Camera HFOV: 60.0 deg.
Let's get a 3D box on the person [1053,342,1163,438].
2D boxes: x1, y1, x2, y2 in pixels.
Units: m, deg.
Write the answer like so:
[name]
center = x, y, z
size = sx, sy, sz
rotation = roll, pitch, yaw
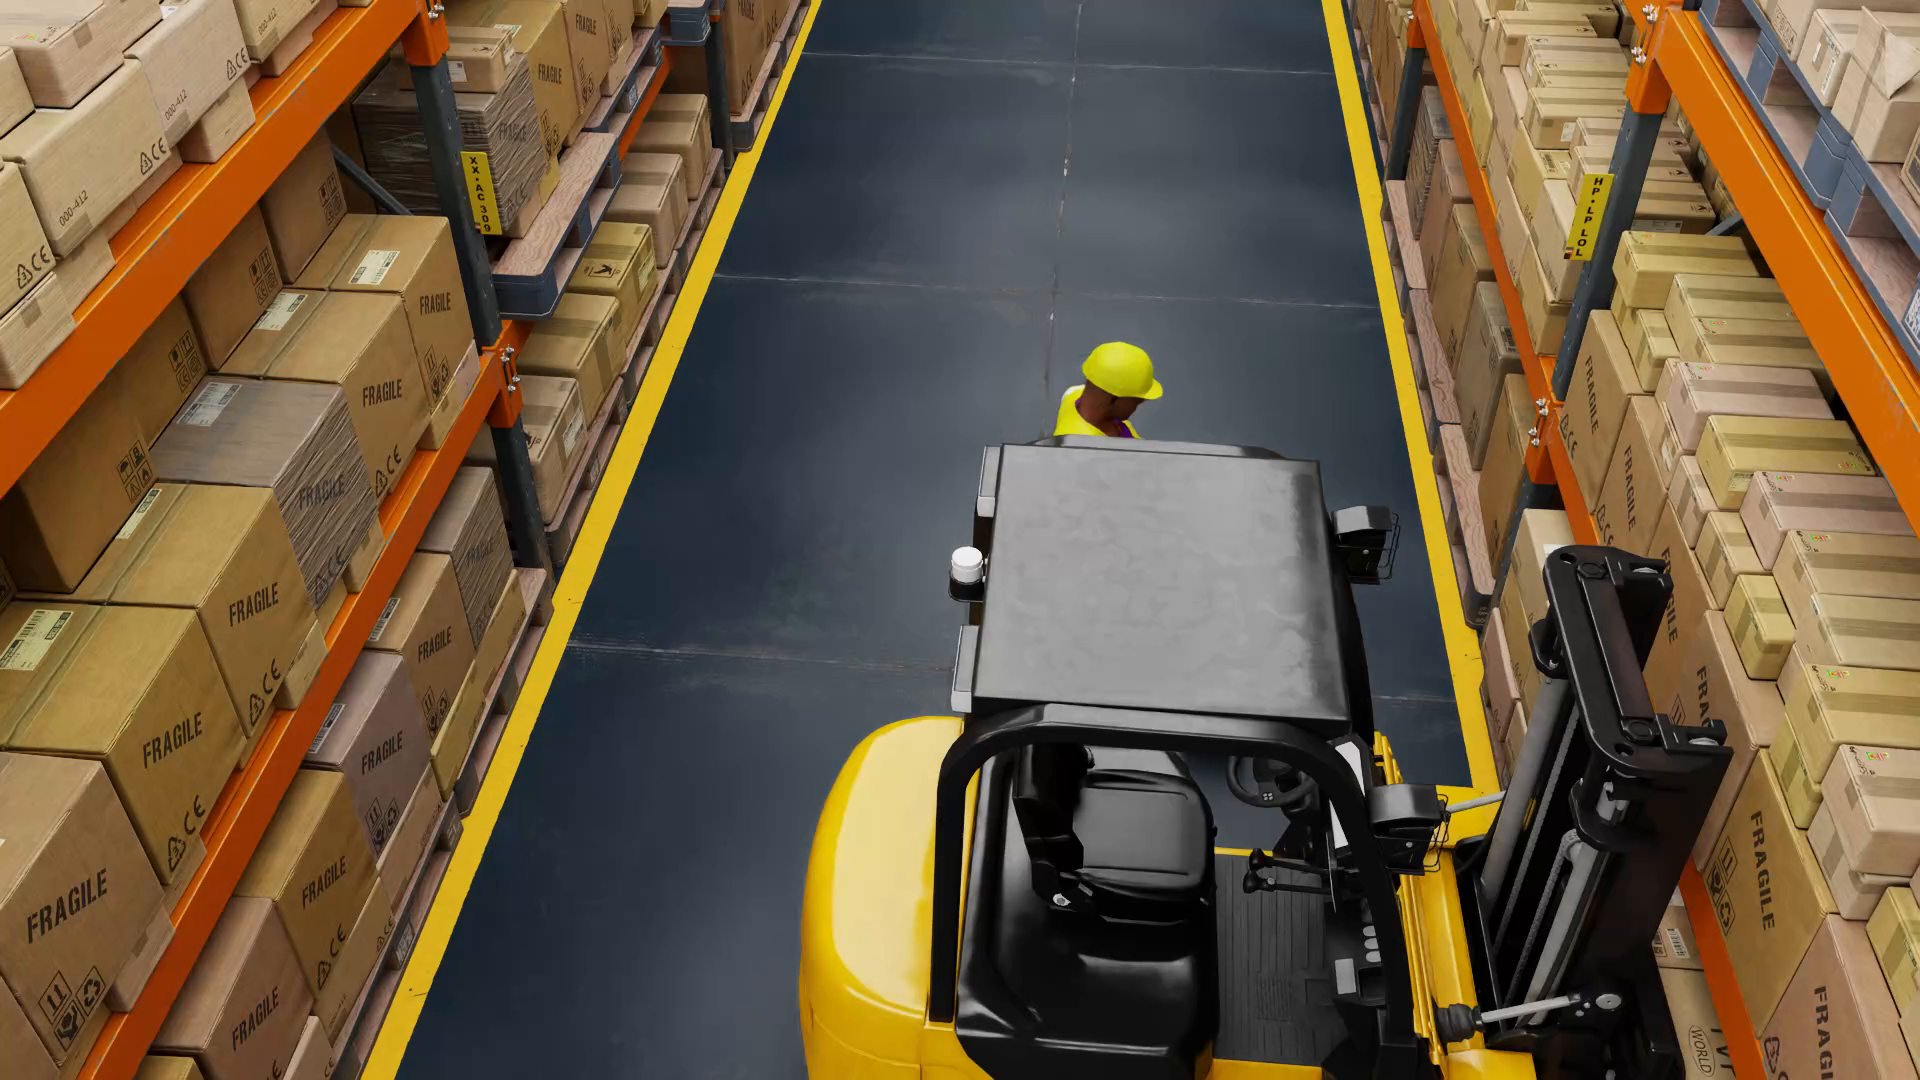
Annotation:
[person]
center = 0.504, 0.023, 6.116
size = 0.373, 1.757, 0.569
rotation = 4, 40, 5
